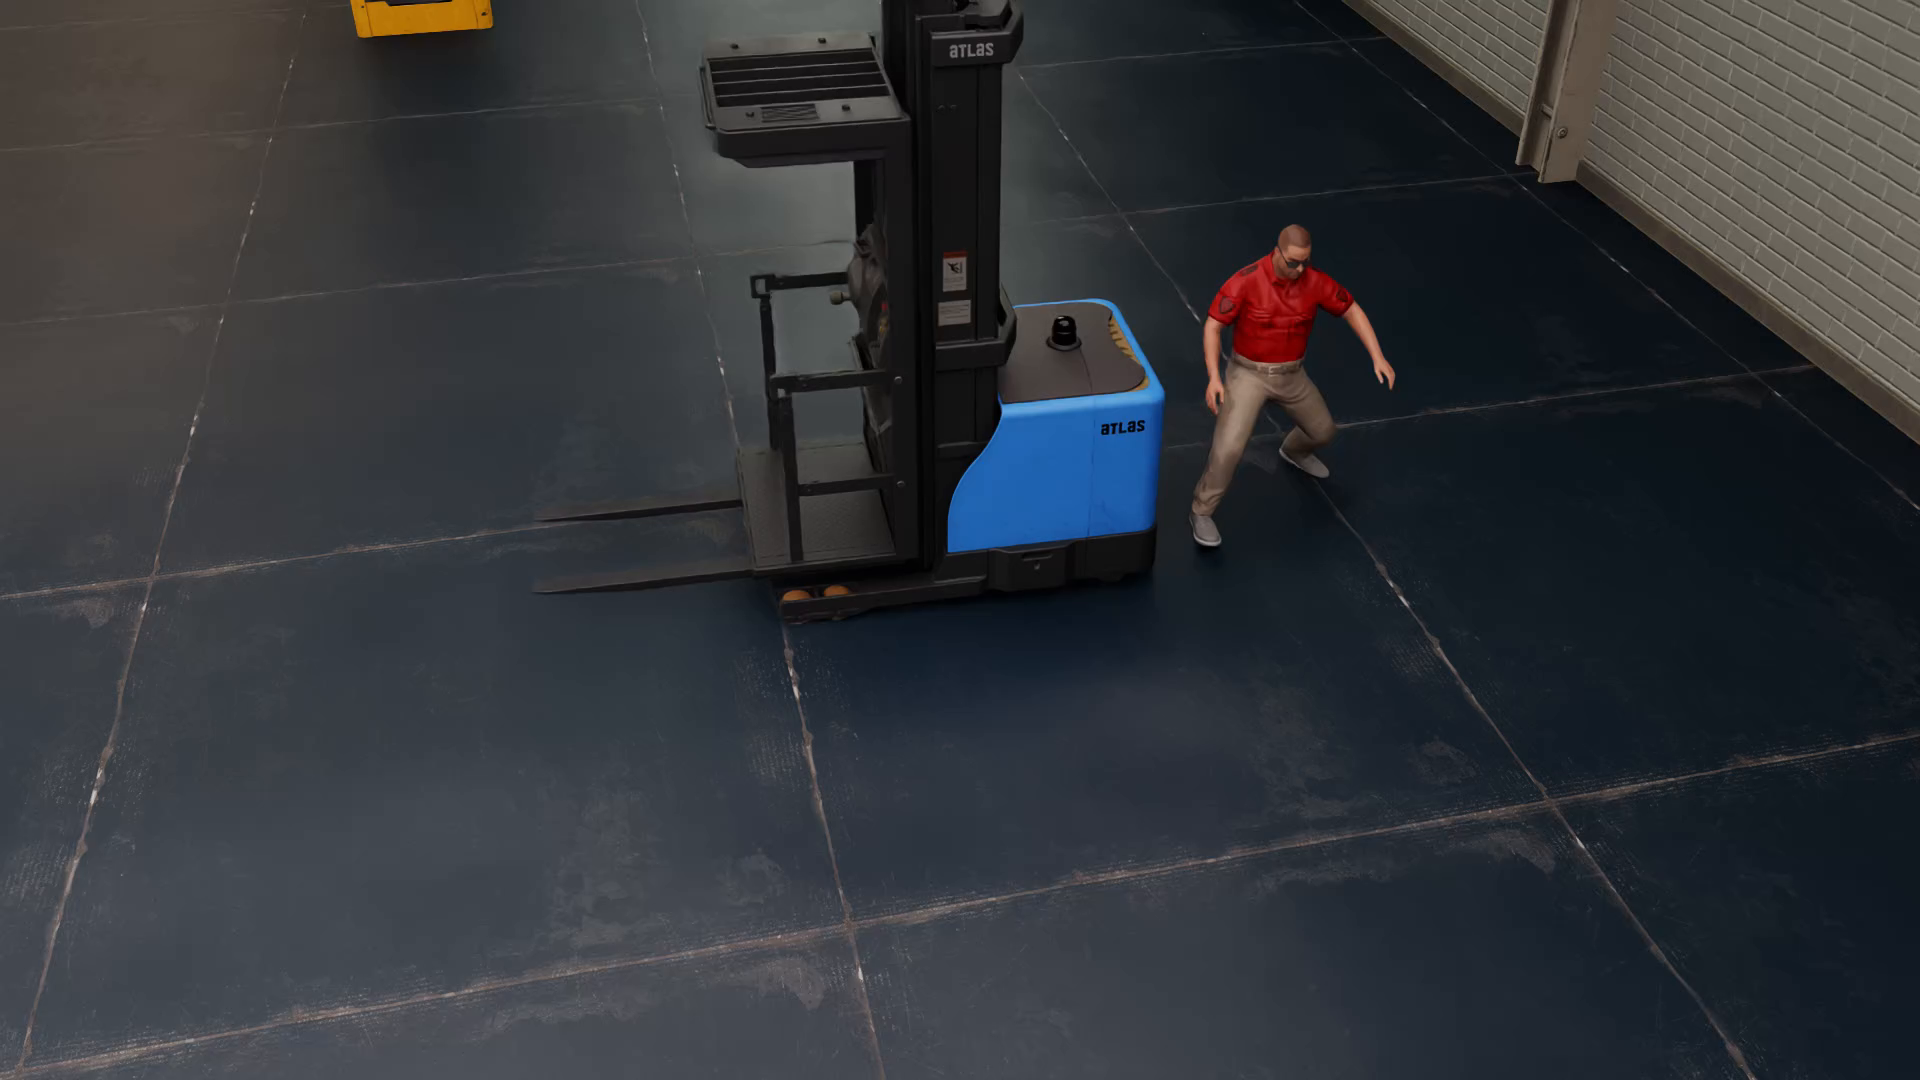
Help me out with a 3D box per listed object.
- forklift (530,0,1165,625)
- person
[{"bbox_3d":[-0.599,-1.119,7.605,3.031,2.935,1.130,-6,36,-9],"label":"forklift"},{"bbox_3d":[1.634,-0.824,8.400,1.004,1.595,0.867,-6,36,-8],"label":"person"}]
